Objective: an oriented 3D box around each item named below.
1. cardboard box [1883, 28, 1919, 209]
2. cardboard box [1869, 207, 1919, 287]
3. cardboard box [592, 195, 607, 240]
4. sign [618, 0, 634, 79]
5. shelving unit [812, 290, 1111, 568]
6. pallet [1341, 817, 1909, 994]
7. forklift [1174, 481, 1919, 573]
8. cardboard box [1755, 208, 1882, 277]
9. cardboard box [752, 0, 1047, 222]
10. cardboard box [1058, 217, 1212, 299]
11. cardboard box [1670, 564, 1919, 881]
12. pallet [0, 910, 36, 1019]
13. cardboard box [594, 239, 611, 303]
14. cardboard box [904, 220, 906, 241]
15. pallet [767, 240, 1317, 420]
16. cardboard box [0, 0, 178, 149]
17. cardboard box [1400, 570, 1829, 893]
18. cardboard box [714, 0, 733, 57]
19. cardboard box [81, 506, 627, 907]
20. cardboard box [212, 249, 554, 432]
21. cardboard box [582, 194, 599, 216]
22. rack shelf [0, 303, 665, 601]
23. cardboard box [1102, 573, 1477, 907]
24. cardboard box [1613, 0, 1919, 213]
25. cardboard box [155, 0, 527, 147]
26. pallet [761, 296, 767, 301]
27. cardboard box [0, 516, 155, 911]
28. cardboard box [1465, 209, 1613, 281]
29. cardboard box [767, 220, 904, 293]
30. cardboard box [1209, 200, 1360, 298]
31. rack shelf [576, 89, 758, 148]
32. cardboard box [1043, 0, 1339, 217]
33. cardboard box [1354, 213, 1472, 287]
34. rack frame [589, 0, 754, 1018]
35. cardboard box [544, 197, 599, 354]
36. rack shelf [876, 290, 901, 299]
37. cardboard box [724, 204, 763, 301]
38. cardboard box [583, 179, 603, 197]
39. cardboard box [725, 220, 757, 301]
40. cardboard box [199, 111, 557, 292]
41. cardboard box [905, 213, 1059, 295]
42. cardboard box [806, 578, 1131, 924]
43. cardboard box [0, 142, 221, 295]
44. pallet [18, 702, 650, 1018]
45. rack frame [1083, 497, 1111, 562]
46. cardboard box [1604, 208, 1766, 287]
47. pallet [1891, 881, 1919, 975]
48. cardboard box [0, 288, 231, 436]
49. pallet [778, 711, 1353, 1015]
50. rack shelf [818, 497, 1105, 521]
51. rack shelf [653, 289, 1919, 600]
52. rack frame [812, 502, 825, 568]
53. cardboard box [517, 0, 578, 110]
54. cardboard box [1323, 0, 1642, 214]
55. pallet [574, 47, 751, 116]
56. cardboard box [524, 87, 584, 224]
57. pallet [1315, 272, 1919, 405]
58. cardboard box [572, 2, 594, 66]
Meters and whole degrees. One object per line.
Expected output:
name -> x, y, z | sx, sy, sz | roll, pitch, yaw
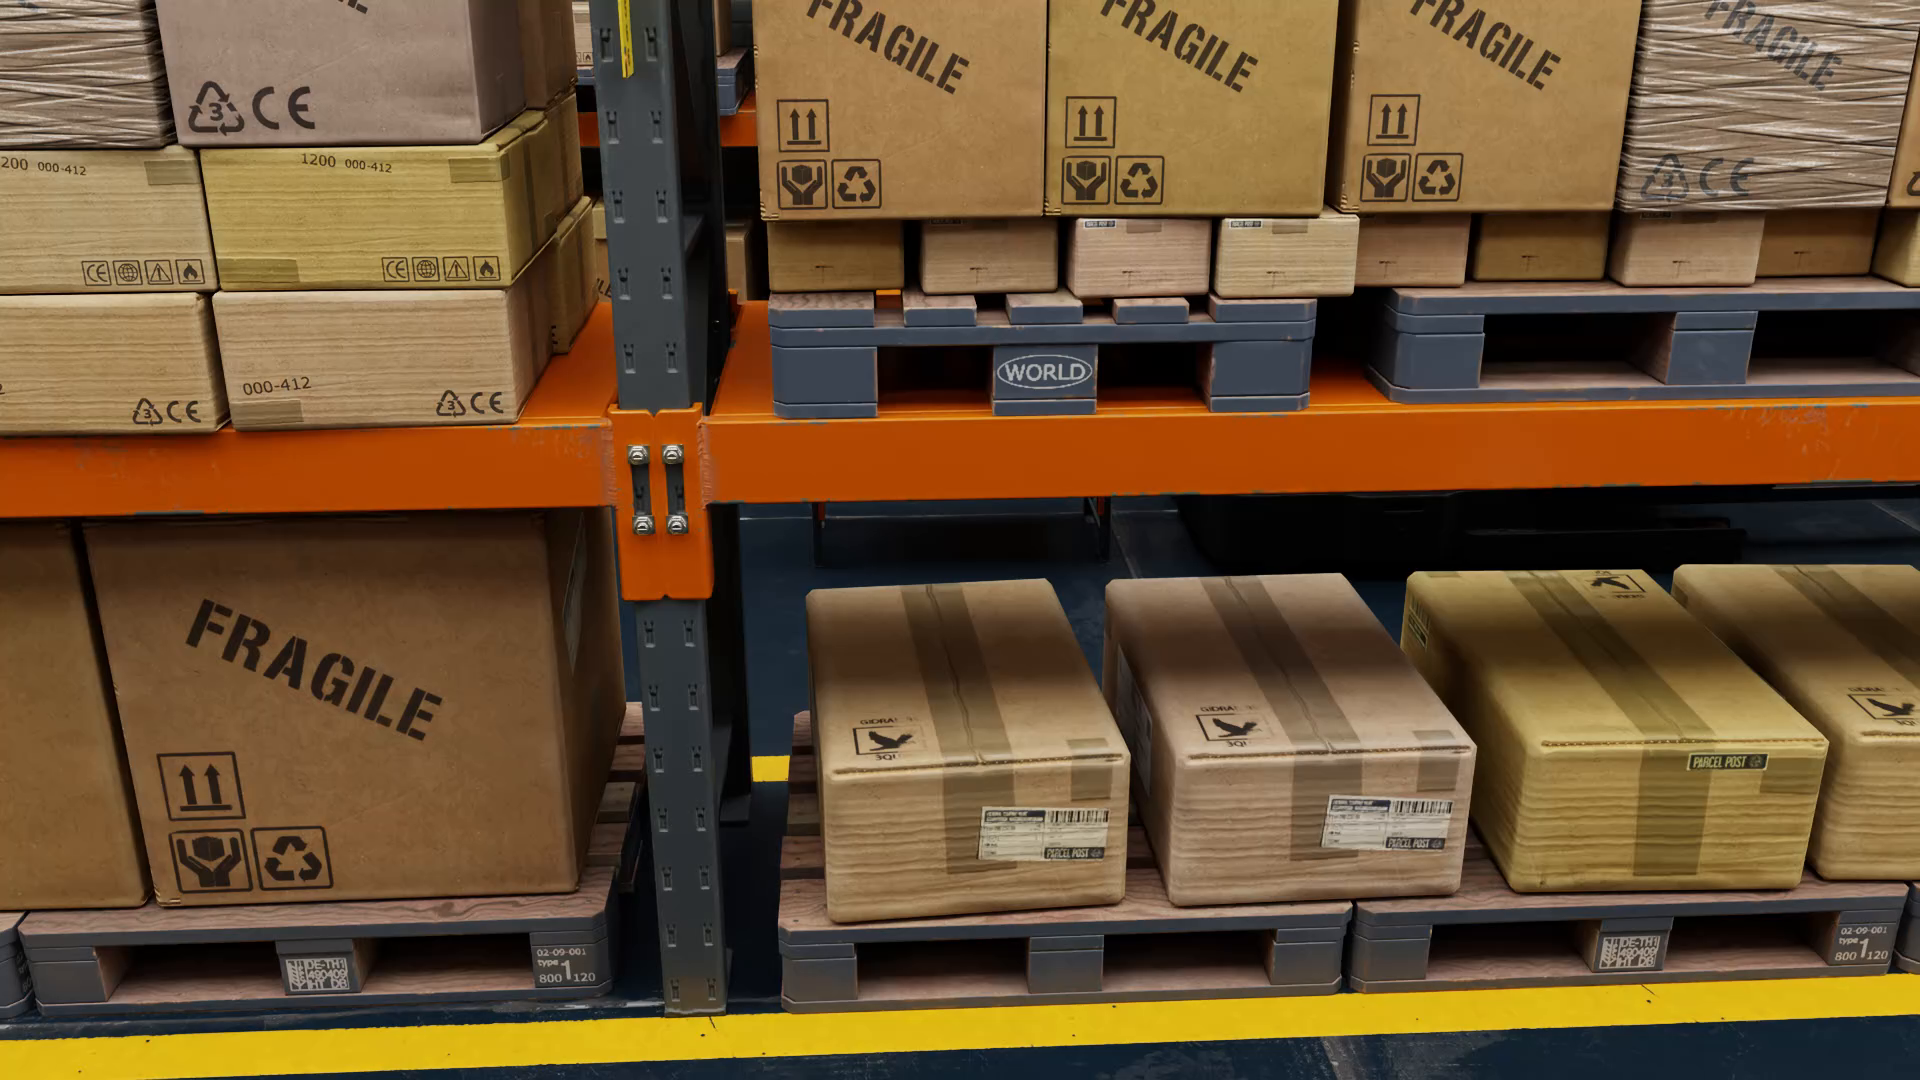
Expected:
cardboard box -> 1.951, -0.931, 3.202 | 0.500, 0.500, 0.500 | 0, 21, -1
cardboard box -> 1.892, -0.614, 3.280 | 0.250, 0.149, 0.380 | -1, 21, -3
cardboard box -> -1.621, -1.555, 8.002 | 0.250, 0.149, 0.380 | -2, 21, -6
sign -> -0.549, -0.922, 2.699 | 0.005, 0.325, 0.100 | -1, 21, -3
shelving unit -> -0.007, -0.526, 5.920 | 1.048, 1.125, 0.538 | -1, 21, -3
pallet -> 1.411, 0.686, 4.021 | 1.213, 0.211, 1.003 | -1, 21, -3
forklift -> 2.341, -1.450, 5.809 | 3.031, 2.935, 1.130 | -2, 21, -4
cardboard box -> 1.623, -0.645, 3.362 | 0.250, 0.149, 0.380 | -2, 21, -5
cardboard box -> -0.122, -0.887, 3.085 | 0.500, 0.500, 0.500 | -2, 21, -5
cardboard box -> 0.311, -0.580, 3.192 | 0.250, 0.149, 0.380 | -3, 21, -7
cardboard box -> 2.168, 0.400, 3.957 | 0.625, 0.372, 0.950 | 0, 21, 0
pallet -> -2.591, 0.738, 3.885 | 1.213, 0.211, 1.003 | -1, 21, -3
cardboard box -> -1.781, -1.277, 8.184 | 0.500, 0.500, 0.500 | -1, 21, -4
cardboard box -> -0.007, -0.778, 3.711 | 0.250, 0.149, 0.380 | -1, 21, -2
pallet -> 0.121, -0.540, 3.594 | 1.003, 0.211, 1.213 | -1, 21, -3
cardboard box -> -1.597, -0.975, 2.920 | 0.500, 0.500, 0.500 | -1, 21, -2
cardboard box -> 1.474, 0.415, 3.918 | 0.625, 0.372, 0.950 | 0, 21, -1
cardboard box -> -1.394, -2.629, 8.079 | 0.500, 0.500, 0.500 | 0, 21, -1
cardboard box -> -1.279, 0.204, 3.766 | 0.875, 0.875, 0.875 | -1, 21, -4
cardboard box -> -1.074, -0.405, 3.180 | 0.500, 0.250, 0.500 | -2, 21, -5
cardboard box -> -1.886, -1.566, 8.029 | 0.250, 0.149, 0.380 | -2, 21, -5
rack shelf -> -2.581, -0.201, 3.444 | 4.000, 0.370, 1.077 | -1, 21, -3
cardboard box -> 0.717, 0.428, 3.883 | 0.625, 0.372, 0.950 | -2, 21, -4
cardboard box -> 1.428, -0.920, 3.173 | 0.500, 0.500, 0.500 | -2, 21, -5
cardboard box -> -1.086, -0.988, 2.955 | 0.500, 0.500, 0.500 | -2, 21, -5
pallet -> -1.619, -1.036, 8.545 | 1.213, 0.211, 1.003 | -1, 21, -3
cardboard box -> -2.169, 0.220, 3.723 | 0.875, 0.875, 0.875 | -1, 21, -2
cardboard box -> 1.103, -0.631, 3.324 | 0.250, 0.149, 0.380 | 0, 21, -1
cardboard box -> -0.249, -0.597, 3.236 | 0.250, 0.149, 0.380 | -2, 21, -6
cardboard box -> 0.587, -0.578, 3.187 | 0.250, 0.149, 0.380 | -1, 21, -3
rack shelf -> -2.868, -1.964, 8.075 | 4.000, 0.370, 1.077 | -1, 21, -3
cardboard box -> 0.398, -0.900, 3.120 | 0.500, 0.500, 0.500 | 0, 21, 0
cardboard box -> 0.823, -0.611, 3.273 | 0.250, 0.149, 0.380 | 0, 21, 0
rack frame -> -0.584, -0.578, 3.422 | 0.127, 3.000, 1.000 | -1, 21, -3
cardboard box -> -1.087, -0.587, 3.658 | 0.500, 0.250, 0.500 | -2, 21, -4
rack shelf -> -0.007, -0.799, 5.816 | 1.000, 0.278, 0.538 | -1, 21, -3
cardboard box -> -1.308, -1.460, 8.663 | 0.500, 0.500, 0.500 | 0, 21, -1
cardboard box -> -1.920, -1.743, 8.494 | 0.250, 0.149, 0.380 | -1, 21, -2
cardboard box -> -1.281, -1.284, 8.200 | 0.500, 0.500, 0.500 | -1, 21, -1
cardboard box -> -1.053, -0.641, 3.097 | 0.500, 0.250, 0.500 | -1, 21, -3
cardboard box -> 0.035, -0.591, 3.220 | 0.250, 0.149, 0.380 | -2, 21, -6
cardboard box -> -0.020, 0.446, 3.836 | 0.625, 0.372, 0.950 | -3, 21, -7
cardboard box -> -1.565, -0.629, 3.066 | 0.500, 0.250, 0.500 | -2, 21, -4
pallet -> -1.376, 0.715, 3.947 | 1.213, 0.211, 1.003 | -1, 21, -3
rack frame -> 0.501, -0.536, 5.948 | 0.032, 1.125, 0.500 | -1, 21, -3
cardboard box -> 1.367, -0.613, 3.277 | 0.250, 0.149, 0.380 | -1, 21, -1
pallet -> 2.632, 0.661, 4.089 | 1.213, 0.211, 1.003 | -1, 21, -3
cardboard box -> -1.583, -0.389, 3.138 | 0.500, 0.250, 0.500 | -1, 21, -2
pallet -> 0.196, 0.710, 3.959 | 1.213, 0.211, 1.003 | -1, 21, -3
rack shelf -> -0.007, -0.297, 6.007 | 1.000, 0.278, 0.538 | -1, 21, -3
rack shelf -> 1.412, -0.282, 3.657 | 4.000, 0.370, 1.077 | -1, 21, -3
rack frame -> -0.514, -0.515, 5.893 | 0.032, 1.125, 0.500 | -1, 21, -3
cardboard box -> -1.091, -1.169, 3.429 | 0.500, 0.500, 0.500 | -2, 21, -5
cardboard box -> 0.928, -0.913, 3.154 | 0.500, 0.500, 0.500 | -1, 21, -2
pallet -> -1.544, -2.212, 7.986 | 1.003, 0.211, 1.213 | -1, 21, -3
cardboard box -> -1.104, -0.819, 3.564 | 0.500, 0.250, 0.500 | -1, 21, -3
pallet -> 1.390, -0.543, 3.600 | 1.213, 0.211, 1.003 | -1, 21, -3
cardboard box -> -1.906, -2.331, 7.647 | 0.500, 0.250, 0.500 | -2, 21, -6
